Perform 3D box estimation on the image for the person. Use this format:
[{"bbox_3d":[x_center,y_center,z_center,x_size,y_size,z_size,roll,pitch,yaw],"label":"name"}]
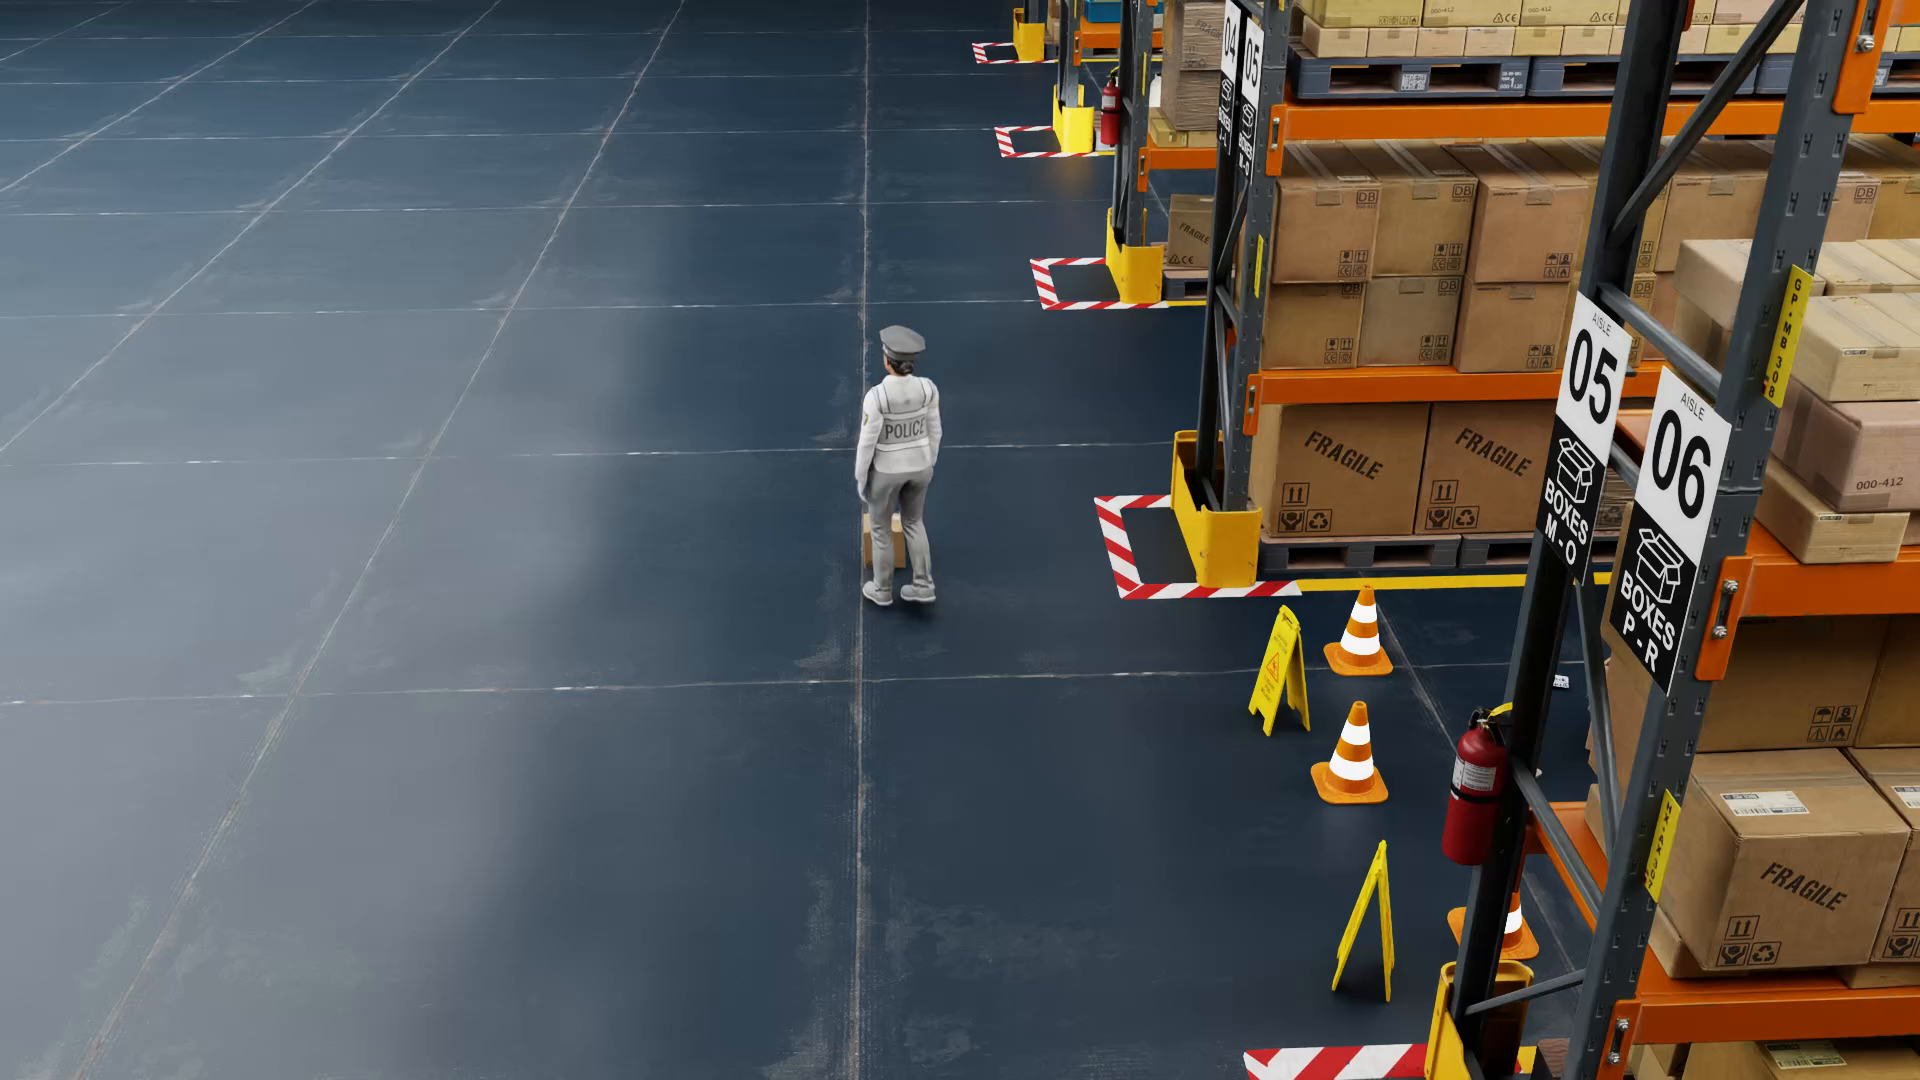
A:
[{"bbox_3d":[-0.352,-0.380,9.310,0.507,1.682,0.480,-12,30,-22],"label":"person"}]
